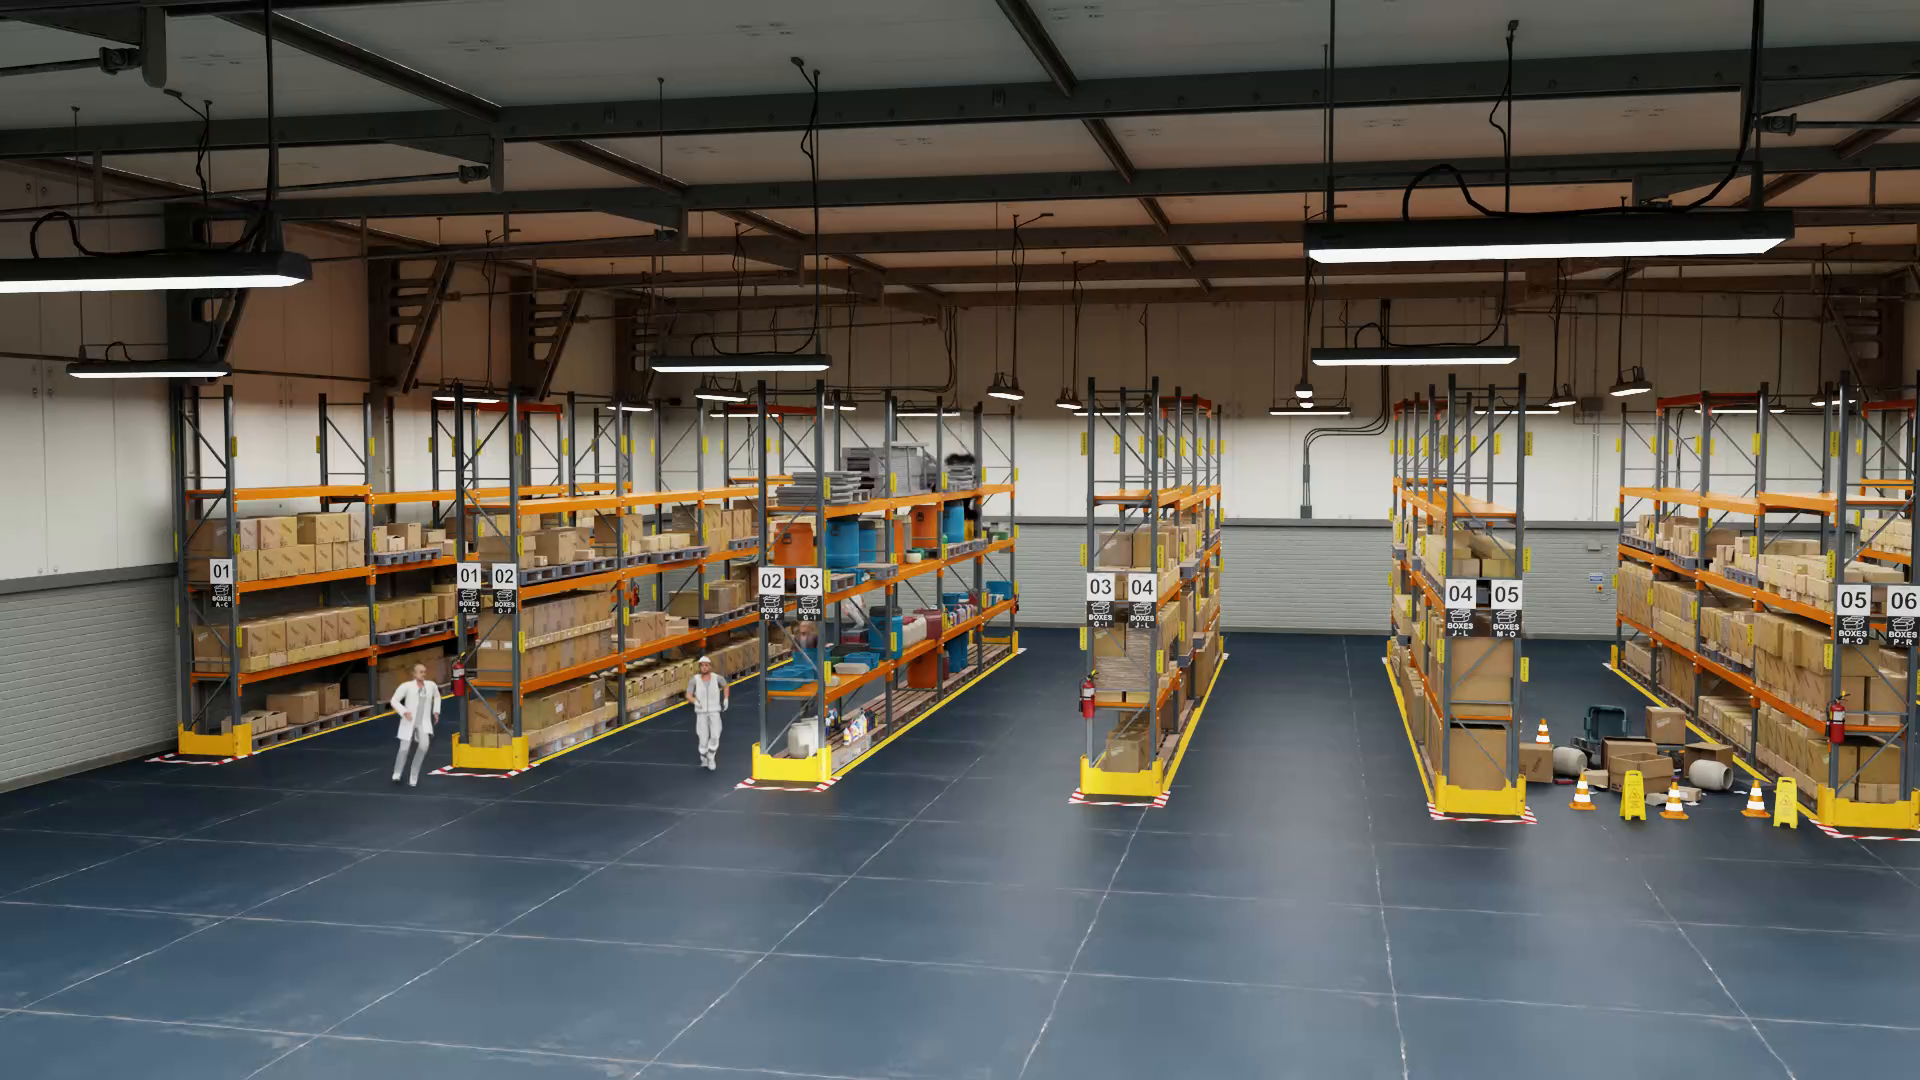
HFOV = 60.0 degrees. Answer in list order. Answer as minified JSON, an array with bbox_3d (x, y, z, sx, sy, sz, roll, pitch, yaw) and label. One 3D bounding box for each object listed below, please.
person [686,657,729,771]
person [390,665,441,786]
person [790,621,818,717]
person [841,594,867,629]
[{"bbox_3d":[-3.897,2.680,25.715,0.667,1.756,0.677,-1,3,-9],"label":"person"},{"bbox_3d":[-8.096,2.761,24.816,0.773,1.777,0.717,-2,4,-30],"label":"person"},{"bbox_3d":[-2.873,2.391,31.177,0.708,1.764,0.786,1,3,11],"label":"person"},{"bbox_3d":[-2.650,1.813,41.973,0.628,1.795,0.710,2,4,31],"label":"person"}]
